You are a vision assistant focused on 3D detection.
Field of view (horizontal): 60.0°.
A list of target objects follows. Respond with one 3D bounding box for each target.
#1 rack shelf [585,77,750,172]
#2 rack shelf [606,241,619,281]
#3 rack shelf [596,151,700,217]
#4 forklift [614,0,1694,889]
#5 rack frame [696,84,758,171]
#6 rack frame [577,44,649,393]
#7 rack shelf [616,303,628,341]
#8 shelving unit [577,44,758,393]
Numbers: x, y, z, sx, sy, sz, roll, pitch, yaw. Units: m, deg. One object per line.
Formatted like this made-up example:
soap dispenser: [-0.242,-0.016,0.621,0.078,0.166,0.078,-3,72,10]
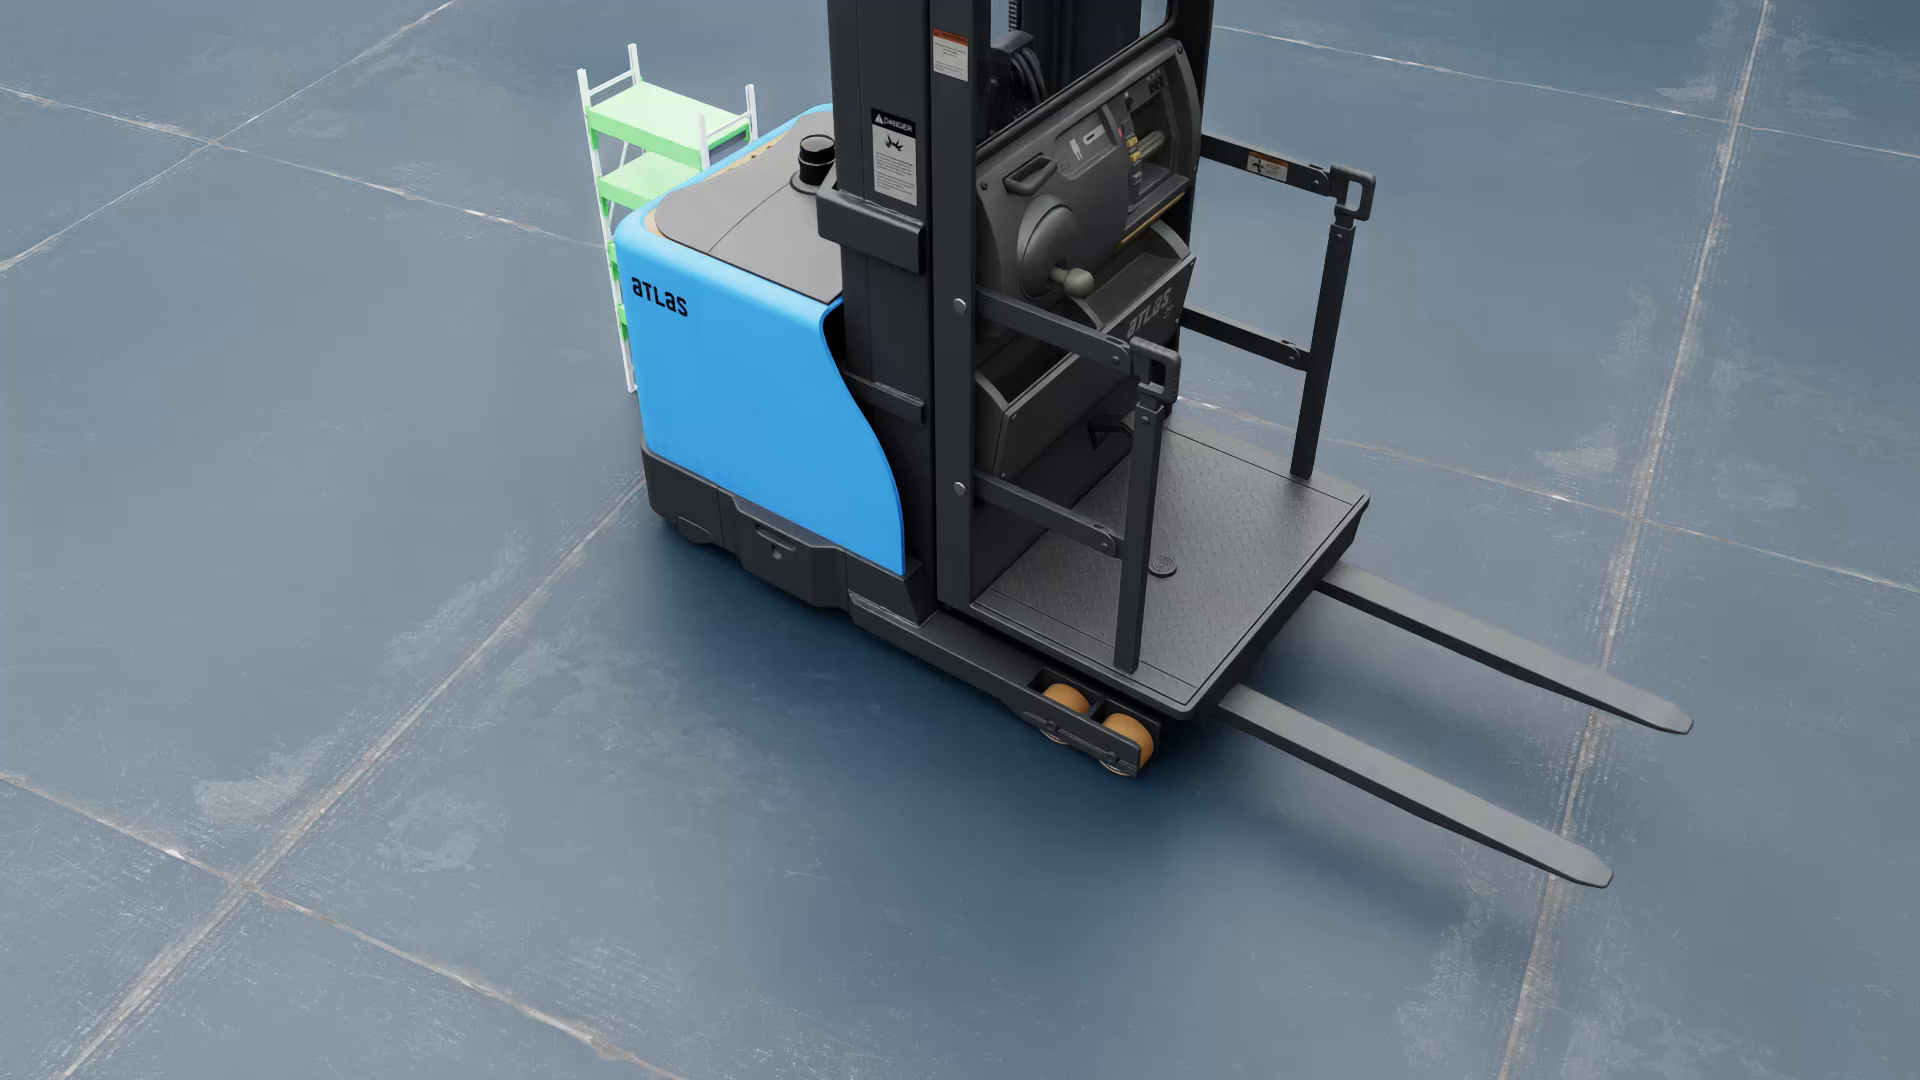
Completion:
rack shelf: [-0.893,-1.258,5.150,0.480,0.148,0.258,25,47,26]
rack shelf: [-0.893,-0.895,5.464,0.480,0.148,0.258,25,47,26]
rack shelf: [-0.893,-1.077,5.307,0.480,0.148,0.258,25,47,26]
forklift: [0.505,-0.869,4.014,3.031,2.935,1.130,25,47,26]
rack frame: [-0.695,-0.850,5.314,0.015,1.200,0.240,25,47,26]
rack frame: [-1.091,-1.037,5.530,0.015,1.200,0.240,25,47,26]
rack shelf: [-0.893,-0.714,5.621,0.480,0.148,0.258,25,47,26]
shelving unit: [-0.893,-0.943,5.422,0.503,1.200,0.258,25,47,26]
